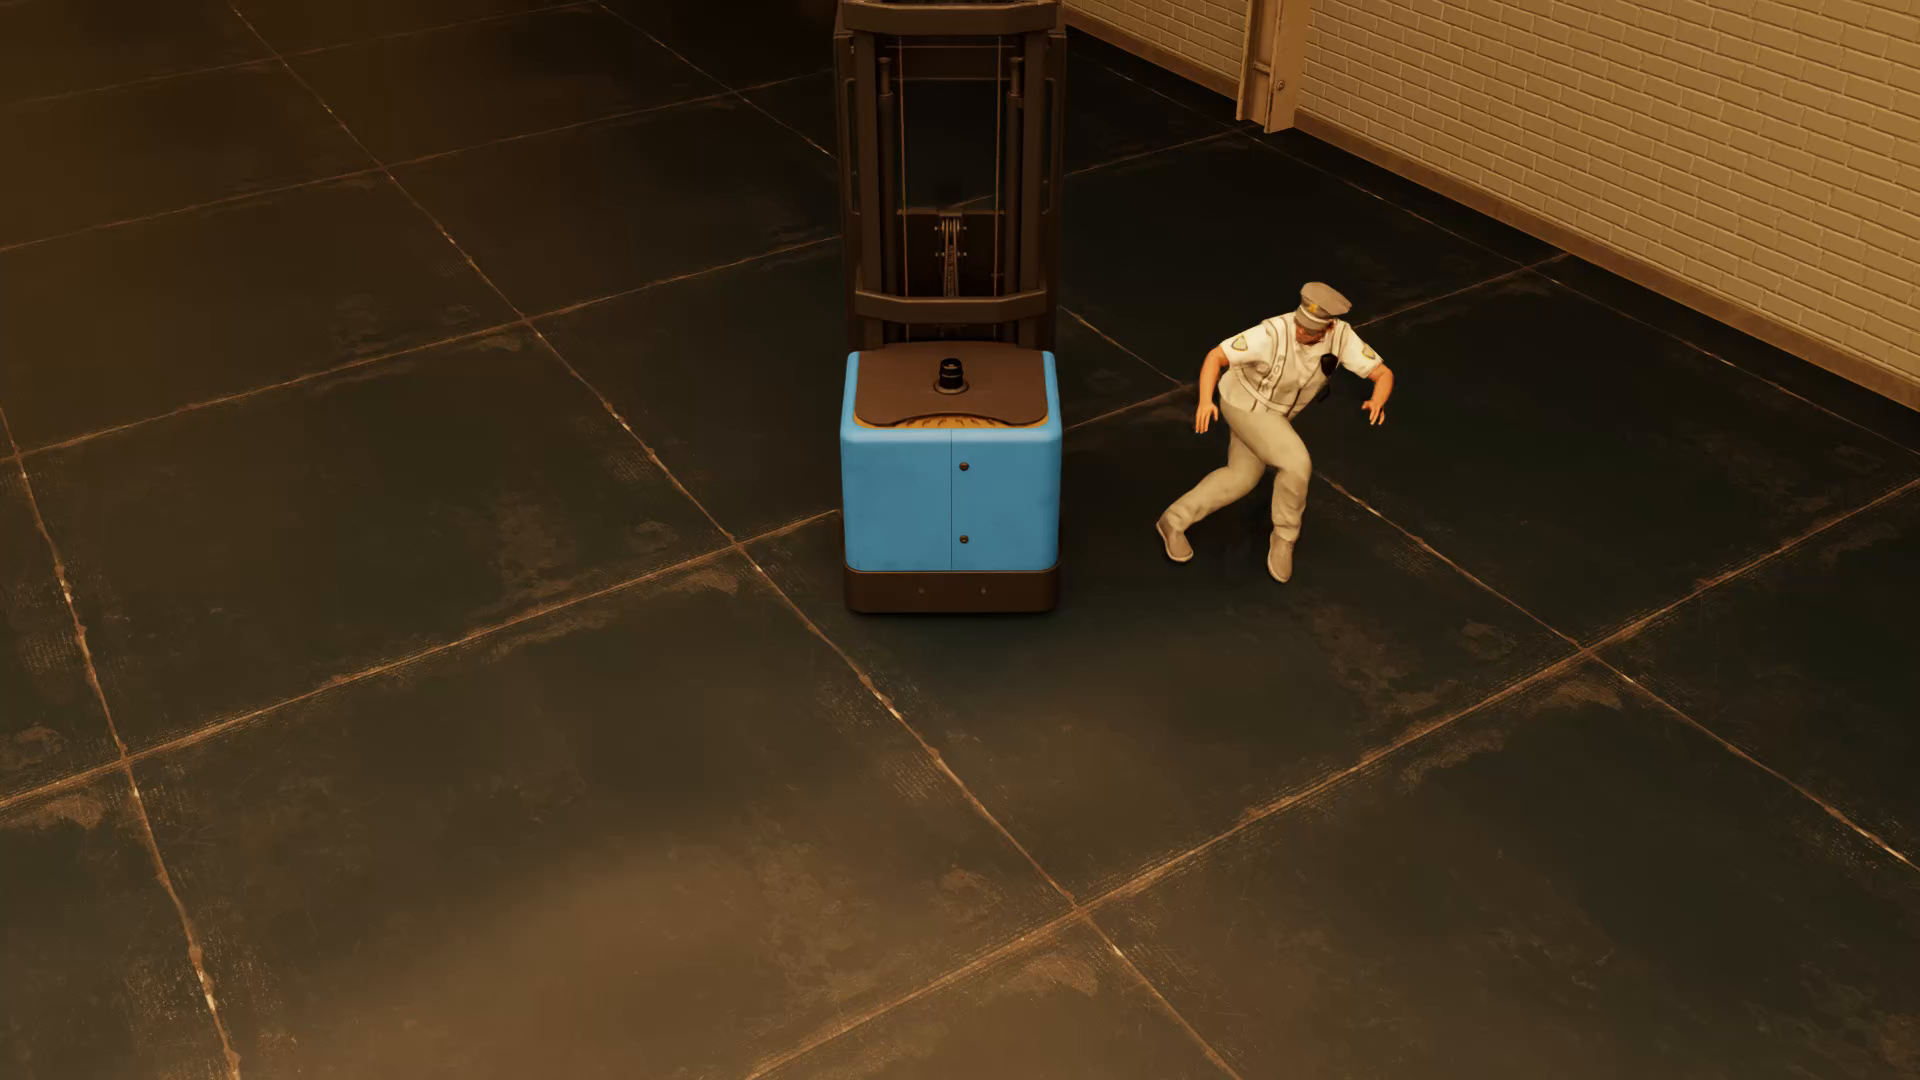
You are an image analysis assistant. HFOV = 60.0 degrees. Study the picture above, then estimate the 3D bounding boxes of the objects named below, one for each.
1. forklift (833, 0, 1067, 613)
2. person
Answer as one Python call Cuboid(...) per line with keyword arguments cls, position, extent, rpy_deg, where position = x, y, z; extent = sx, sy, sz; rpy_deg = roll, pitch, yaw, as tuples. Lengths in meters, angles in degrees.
Cuboid(cls="forklift", position=(-0.048, -1.660, 8.510), extent=(1.130, 2.935, 3.031), rpy_deg=(0, 35, 0))
Cuboid(cls="person", position=(1.547, -0.520, 8.114), extent=(0.997, 1.511, 0.972), rpy_deg=(-21, 40, -27))
